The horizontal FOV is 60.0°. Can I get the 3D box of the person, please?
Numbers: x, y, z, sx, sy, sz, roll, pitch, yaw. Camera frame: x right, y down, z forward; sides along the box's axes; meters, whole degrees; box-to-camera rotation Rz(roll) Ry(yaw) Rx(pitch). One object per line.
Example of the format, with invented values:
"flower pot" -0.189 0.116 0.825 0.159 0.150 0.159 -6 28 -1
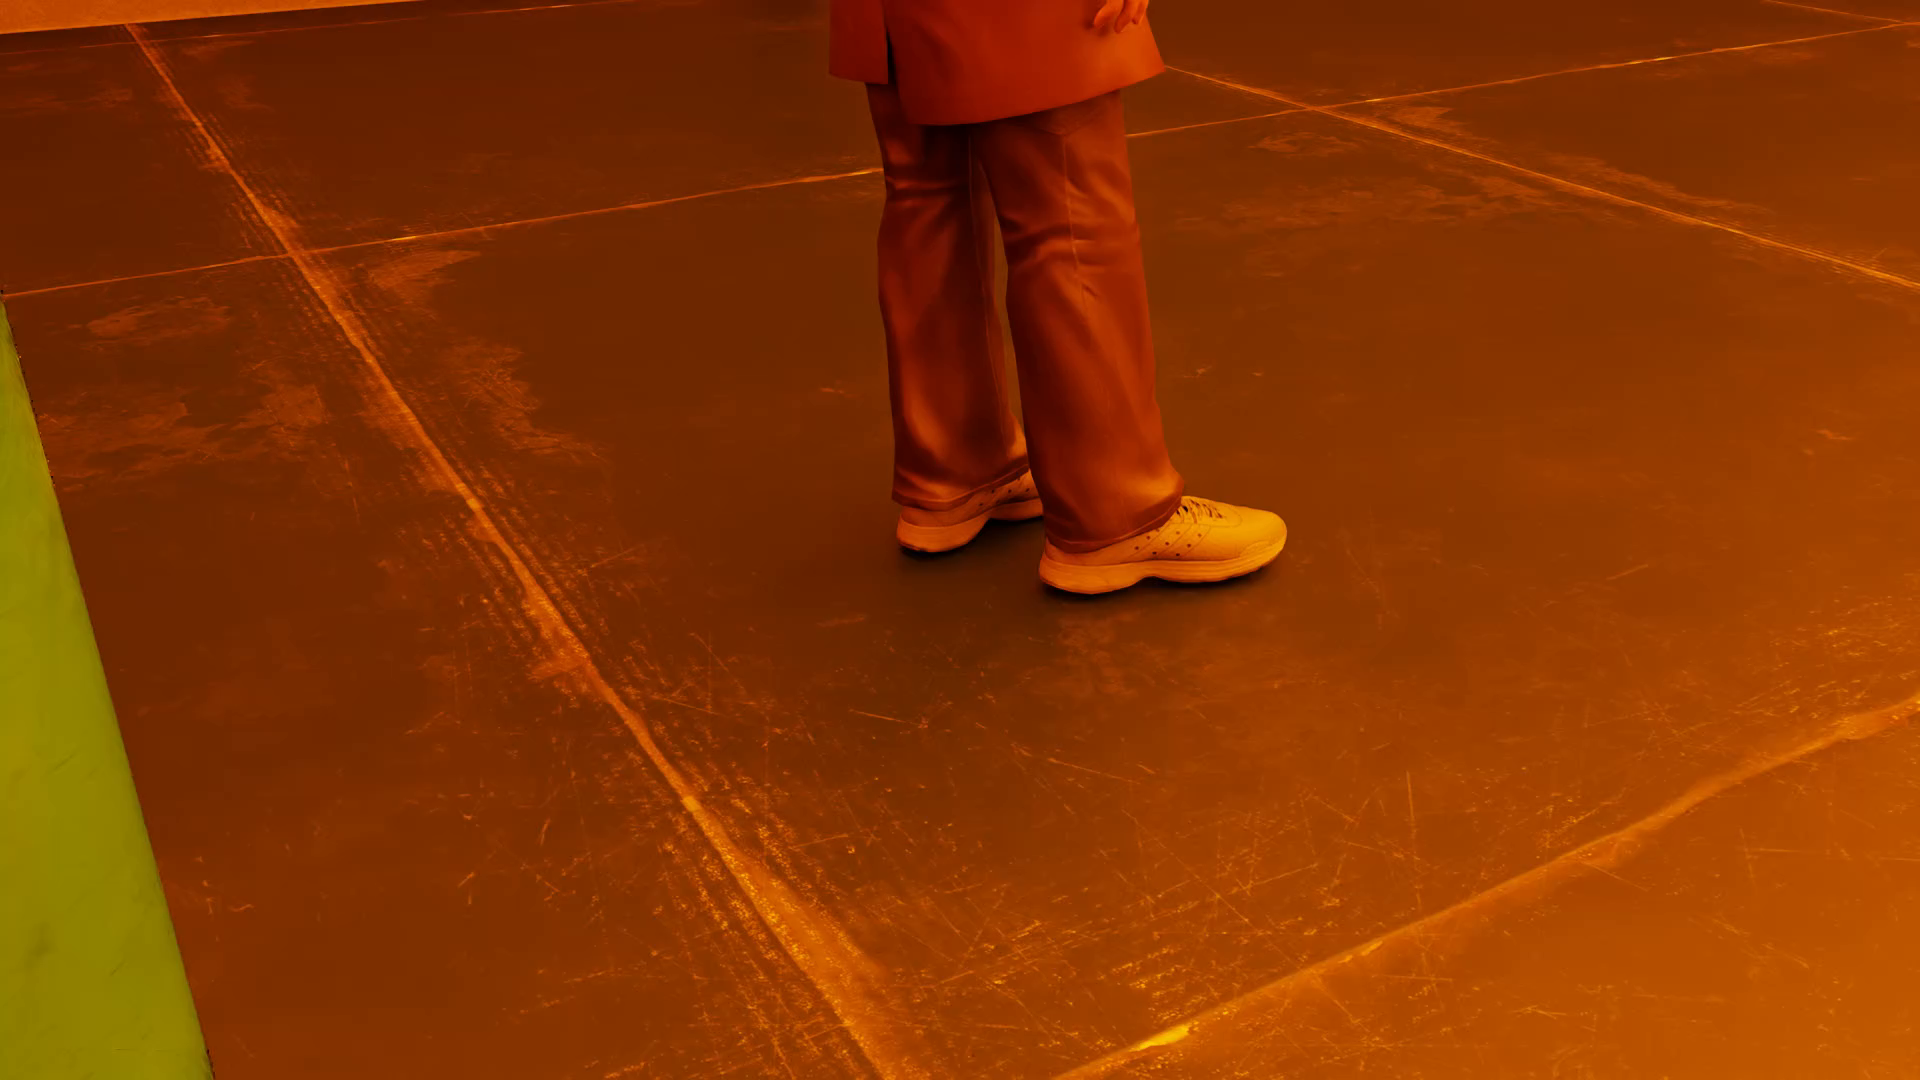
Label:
"person" 0.081 -0.818 2.131 0.582 1.775 0.694 -15 30 -26
